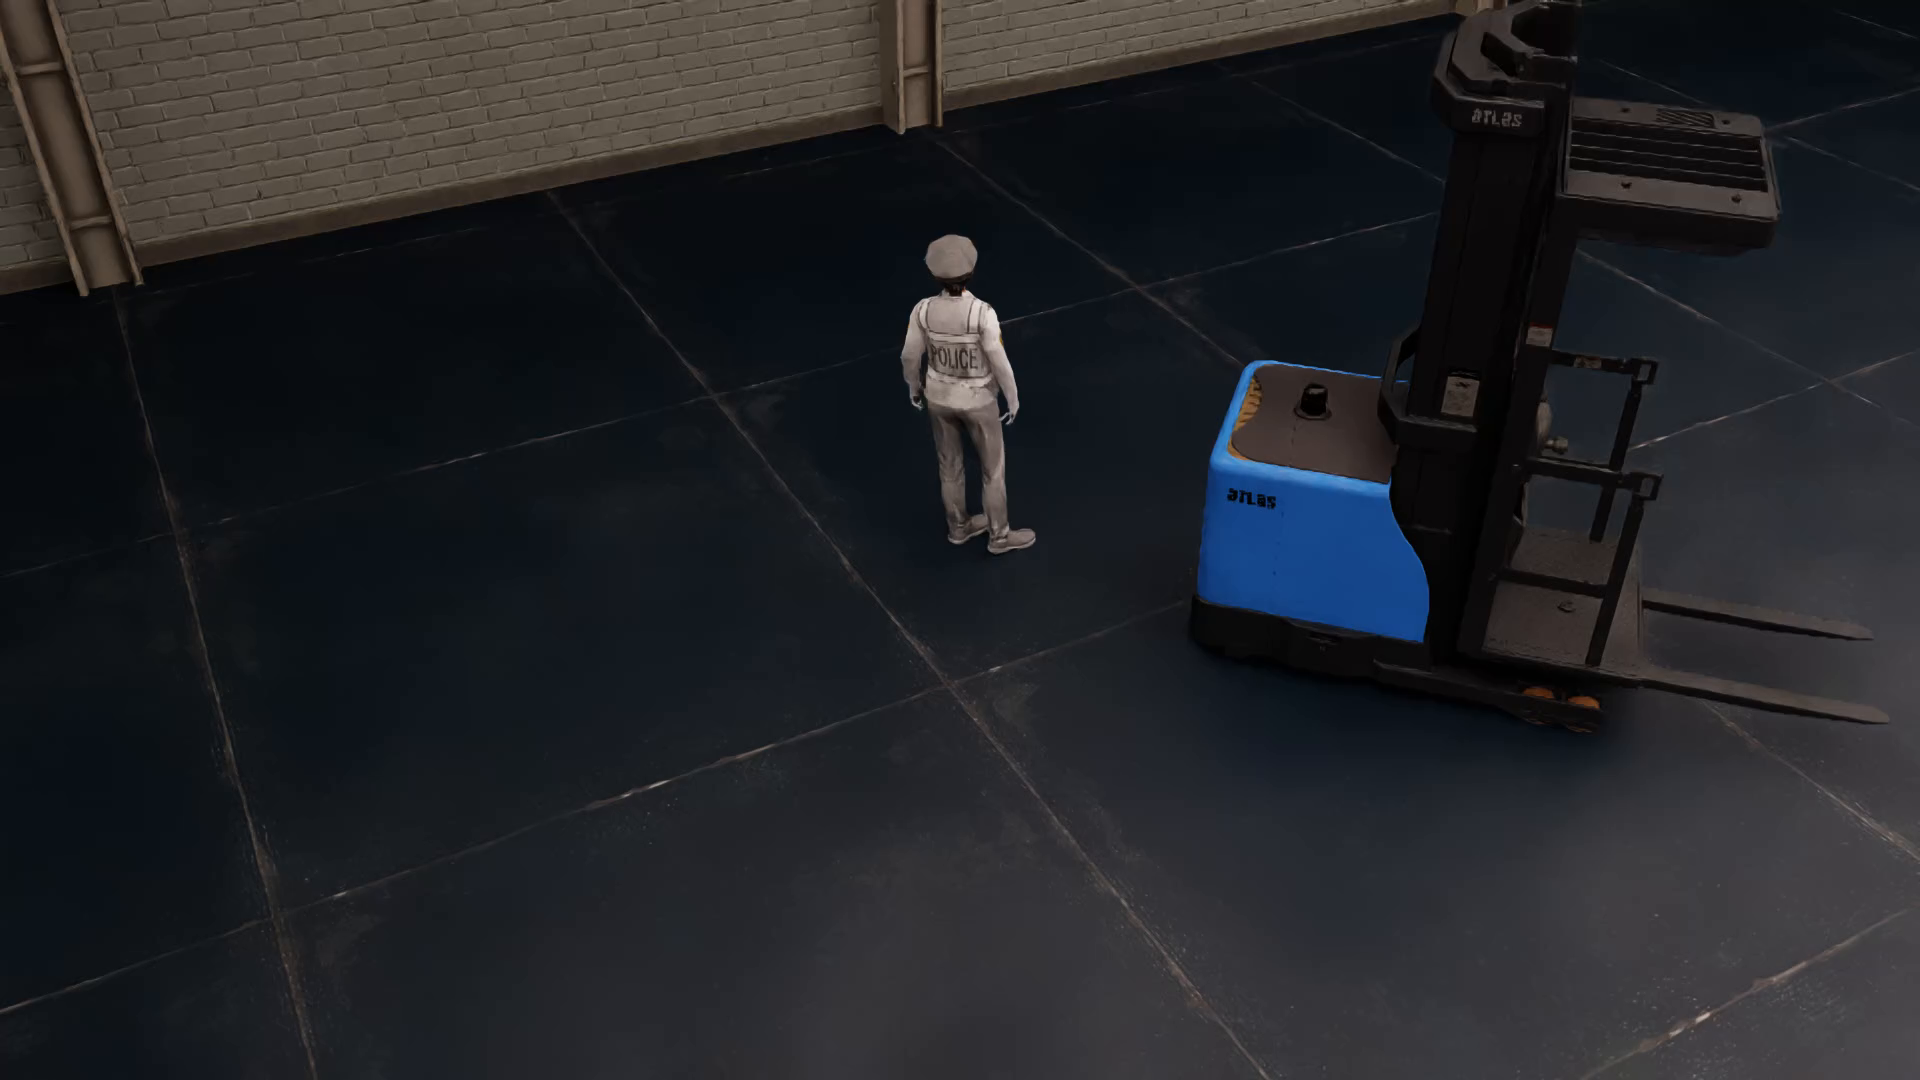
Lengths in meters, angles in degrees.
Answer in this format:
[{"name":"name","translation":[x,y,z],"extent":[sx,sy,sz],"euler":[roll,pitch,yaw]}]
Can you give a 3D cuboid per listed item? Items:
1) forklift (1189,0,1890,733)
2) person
[{"name":"forklift","translation":[2.668,-0.680,7.086],"extent":[3.031,2.935,1.130],"euler":[11,37,15]},{"name":"person","translation":[0.040,-0.697,8.187],"extent":[0.687,1.696,0.366],"euler":[10,36,14]}]
